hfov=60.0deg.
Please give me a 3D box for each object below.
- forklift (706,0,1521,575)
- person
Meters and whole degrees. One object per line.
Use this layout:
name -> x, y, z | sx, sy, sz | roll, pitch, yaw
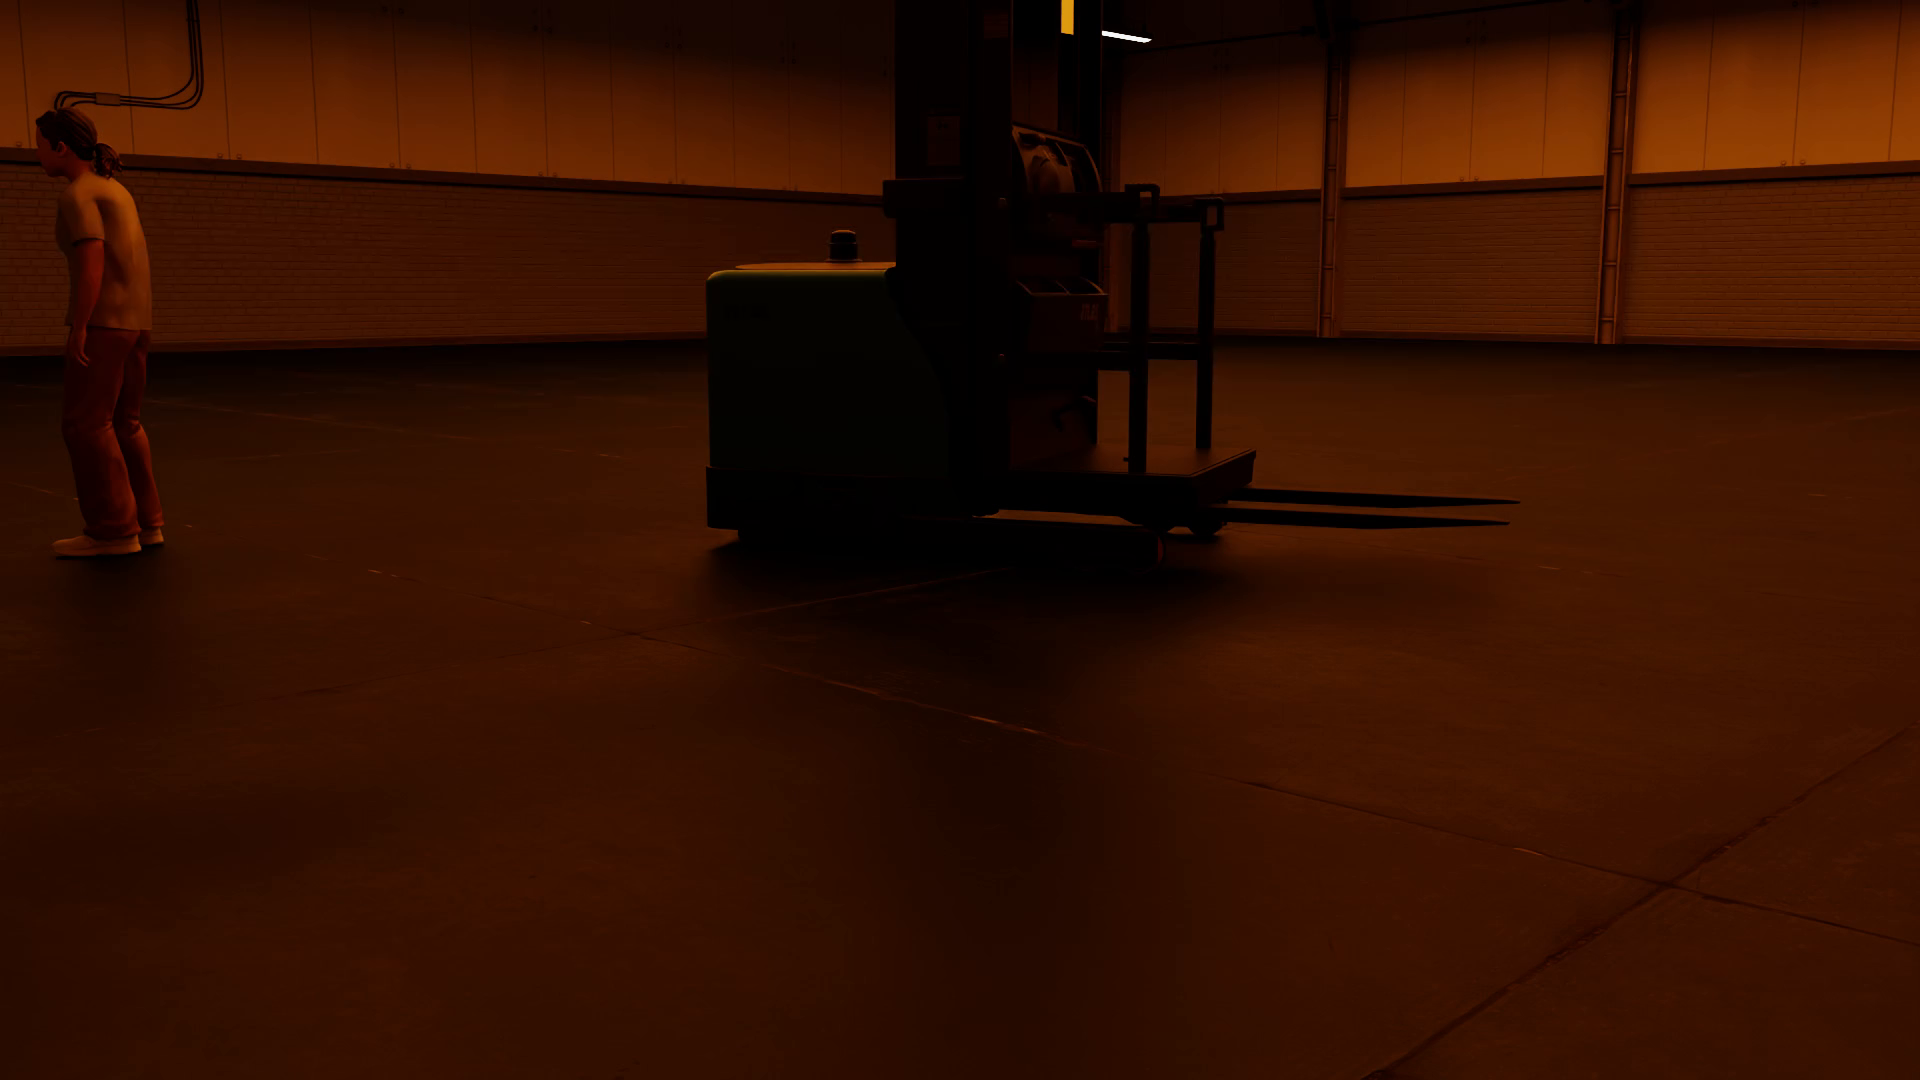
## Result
forklift -> 0.565, -1.416, 6.275 | 3.031, 2.935, 1.130 | 3, 9, 22
person -> -3.269, -0.784, 6.310 | 0.365, 1.671, 0.514 | -1, 9, -7
